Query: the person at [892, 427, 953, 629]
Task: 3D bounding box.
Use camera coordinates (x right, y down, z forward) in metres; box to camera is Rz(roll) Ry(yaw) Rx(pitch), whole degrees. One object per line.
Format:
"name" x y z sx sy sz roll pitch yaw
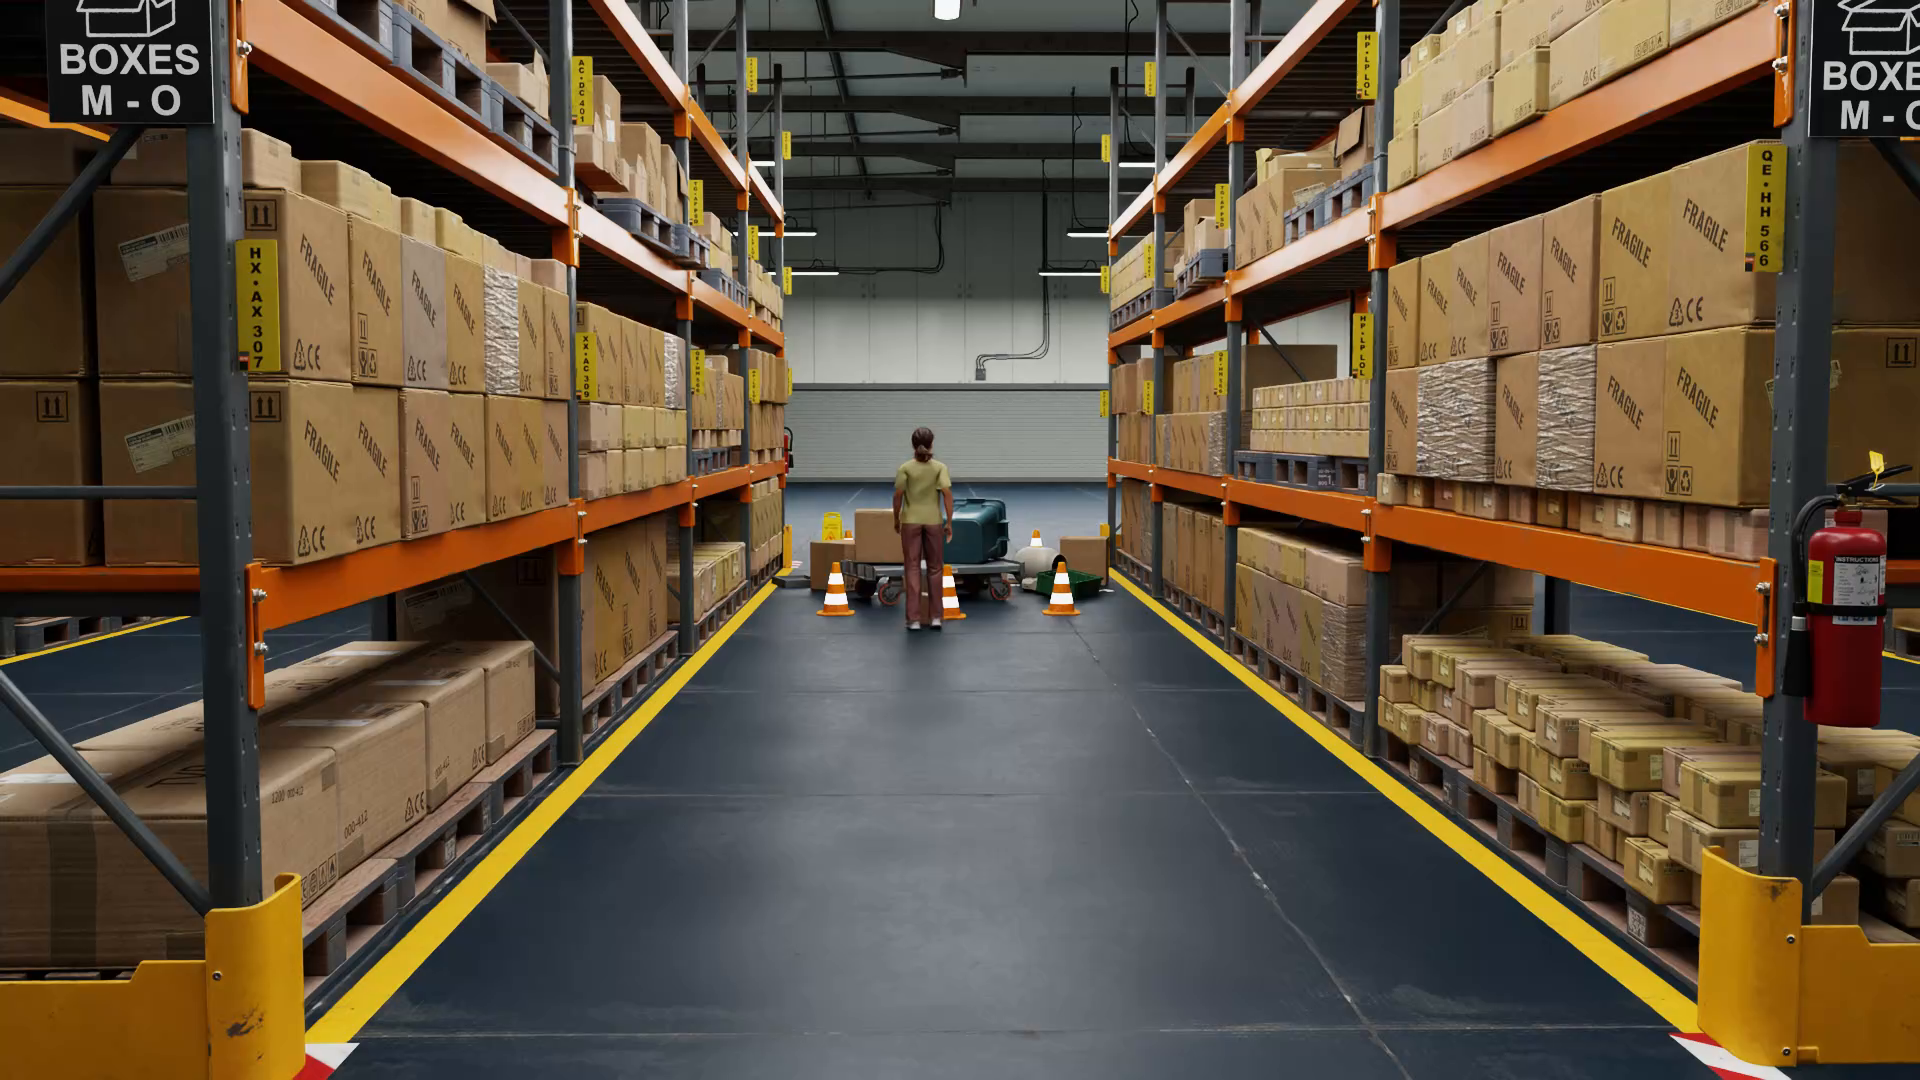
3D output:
"person" -0.320 -0.092 13.865 0.497 1.691 0.539 0 4 -7
